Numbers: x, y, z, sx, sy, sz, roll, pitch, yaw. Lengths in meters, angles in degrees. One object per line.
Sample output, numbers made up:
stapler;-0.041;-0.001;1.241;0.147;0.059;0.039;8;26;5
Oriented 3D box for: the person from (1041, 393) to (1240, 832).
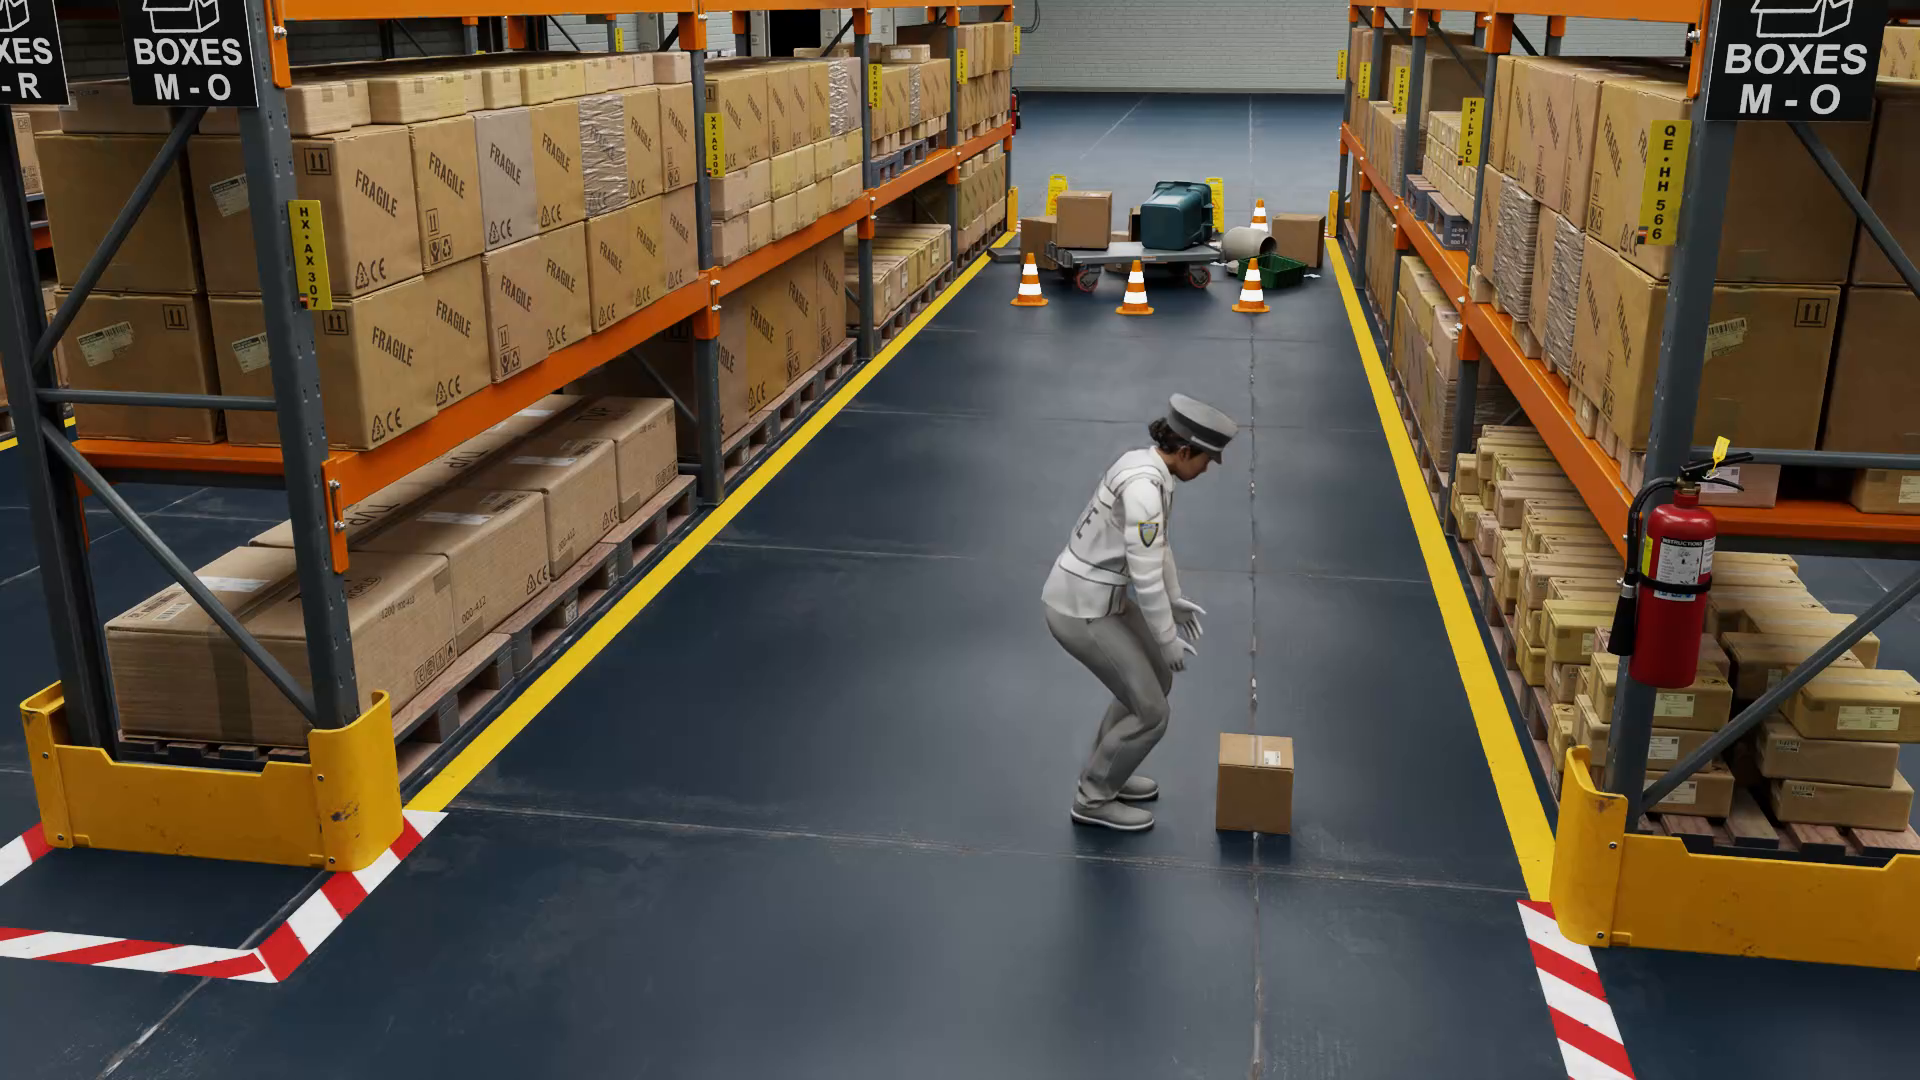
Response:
person;0.598;0.235;5.650;0.634;1.479;0.531;3;18;9
